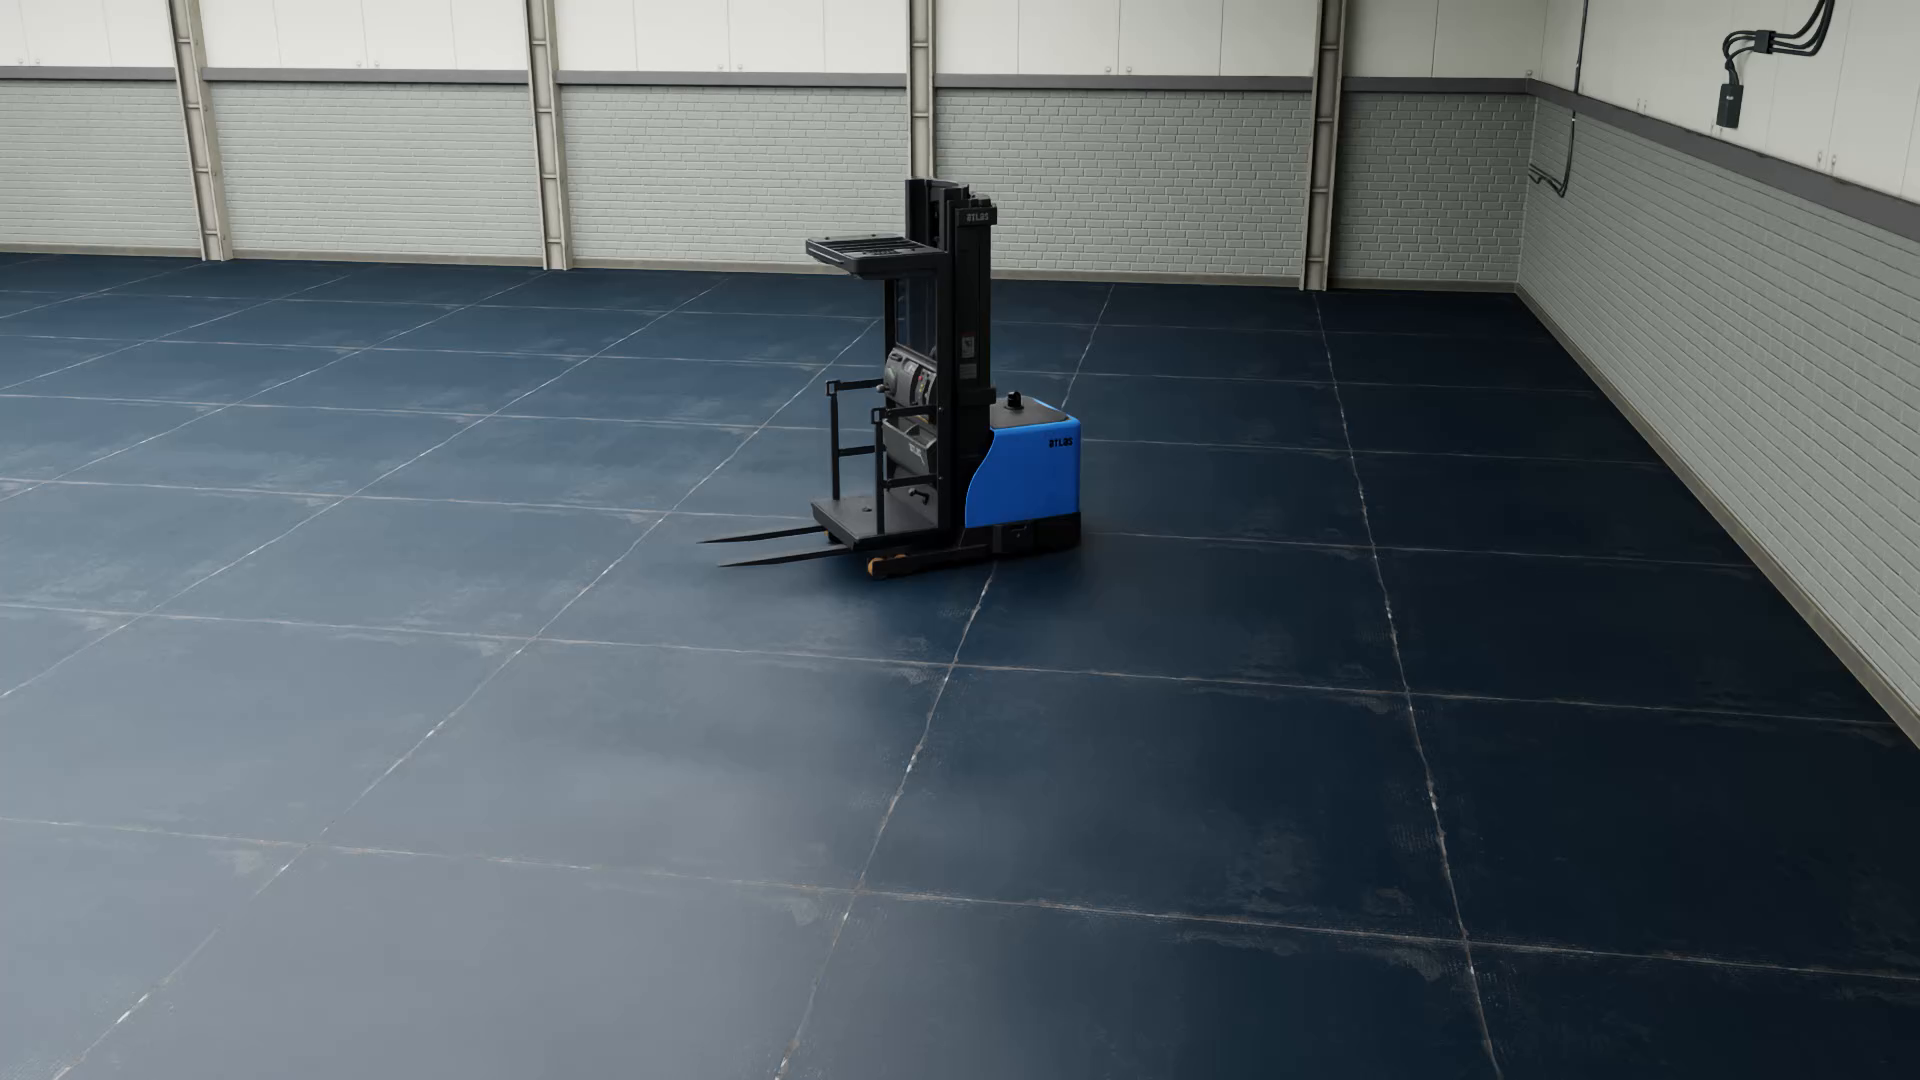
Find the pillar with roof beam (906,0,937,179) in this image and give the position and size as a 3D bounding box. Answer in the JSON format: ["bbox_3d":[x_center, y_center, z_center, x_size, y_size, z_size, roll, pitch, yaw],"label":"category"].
[{"bbox_3d":[-1.266,-7.023,20.610,0.400,9.000,9.100,3,19,9],"label":"pillar with roof beam"}]

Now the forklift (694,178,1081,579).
[{"bbox_3d":[-0.576,-1.277,13.002,3.031,2.935,1.130,-8,20,-23],"label":"forklift"}]

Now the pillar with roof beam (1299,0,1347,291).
[{"bbox_3d":[4.658,-6.721,19.708,0.400,9.000,9.100,3,19,9],"label":"pillar with roof beam"}]

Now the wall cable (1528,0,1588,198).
[{"bbox_3d":[8.039,-6.034,22.550,0.112,2.526,3.097,3,19,9],"label":"wall cable"}]

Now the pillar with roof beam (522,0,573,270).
[{"bbox_3d":[-7.190,-7.325,21.513,0.400,9.000,9.100,3,19,9],"label":"pillar with roof beam"}]

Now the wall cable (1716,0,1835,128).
[{"bbox_3d":[6.518,-6.146,12.631,0.169,6.003,2.305,3,19,9],"label":"wall cable"}]

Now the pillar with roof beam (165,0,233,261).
[{"bbox_3d":[-13.114,-7.627,22.415,0.400,9.000,9.100,3,19,9],"label":"pillar with roof beam"}]
